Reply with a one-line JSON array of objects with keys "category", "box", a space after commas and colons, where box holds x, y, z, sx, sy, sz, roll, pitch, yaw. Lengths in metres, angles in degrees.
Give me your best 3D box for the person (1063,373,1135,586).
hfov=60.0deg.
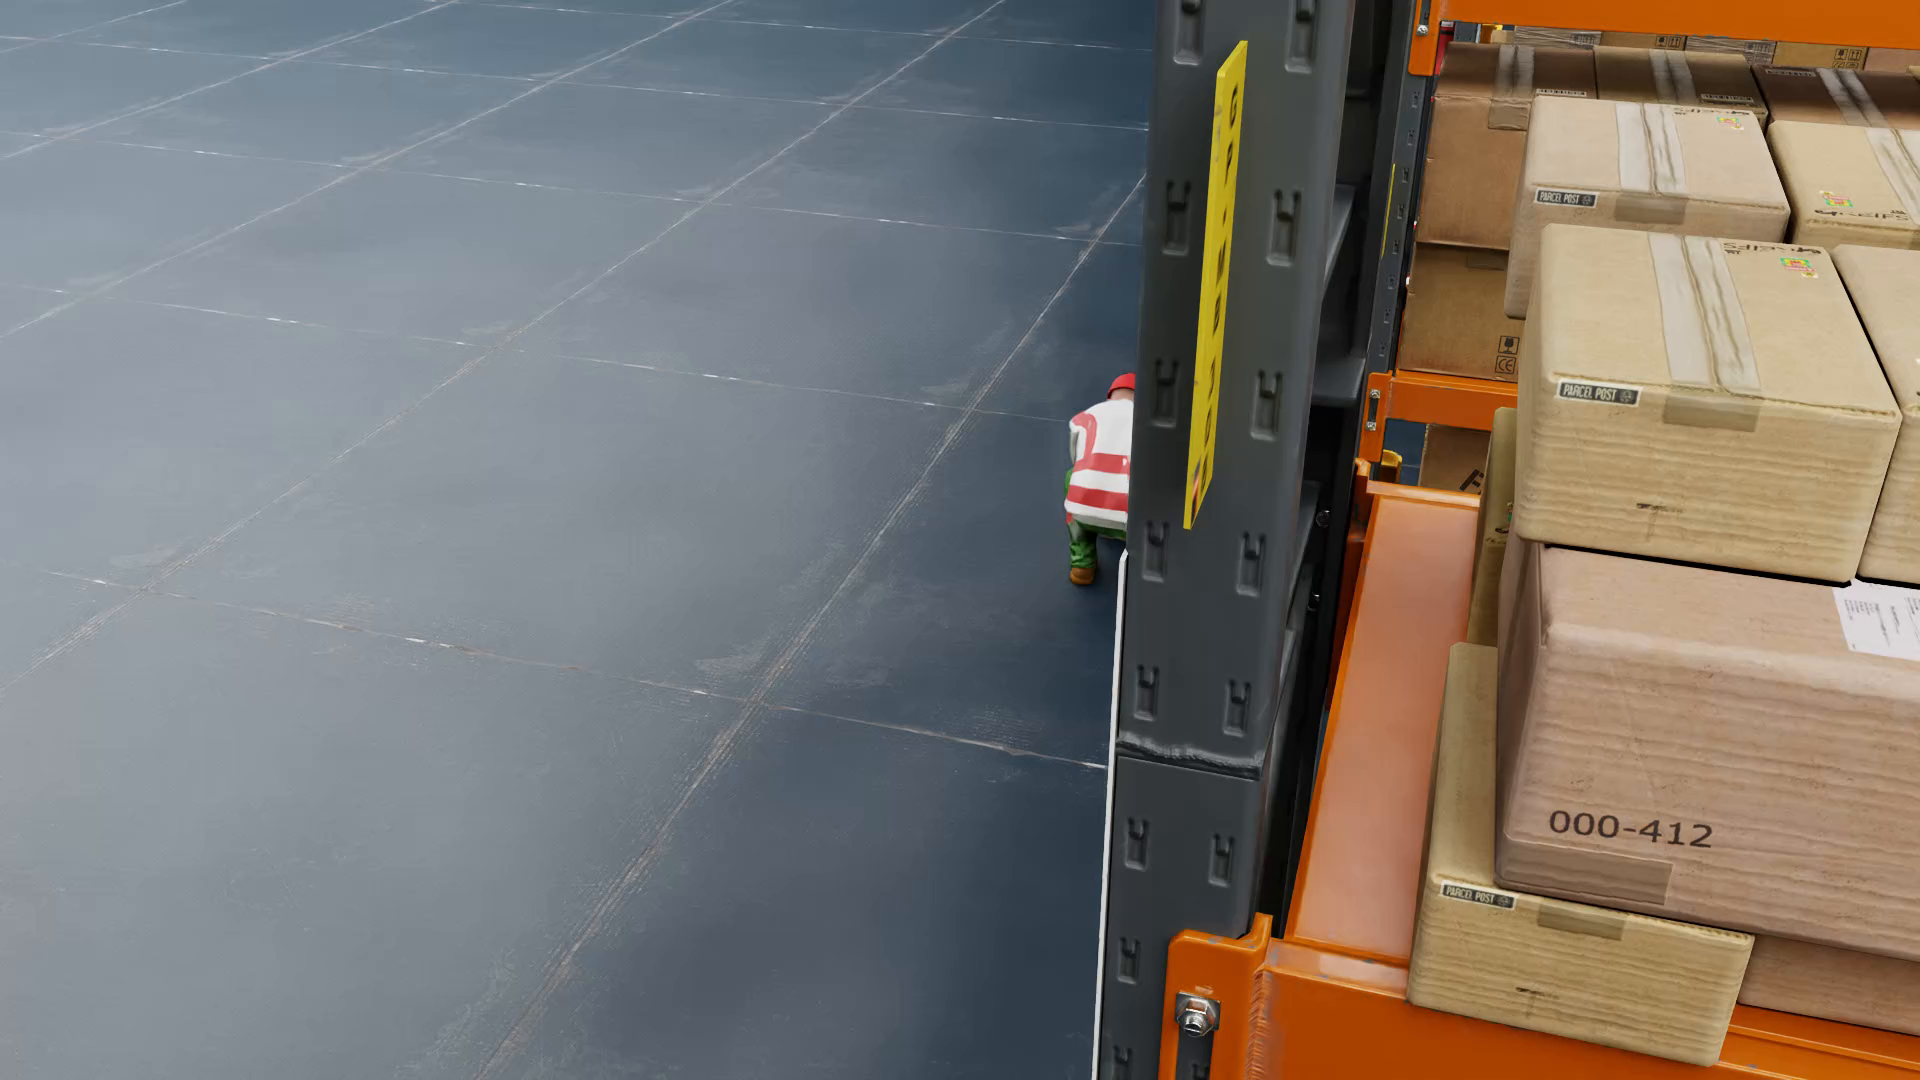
[{"category": "person", "box": [0.734, -0.221, 7.625, 0.538, 0.858, 0.932, 8, 30, 14]}]
